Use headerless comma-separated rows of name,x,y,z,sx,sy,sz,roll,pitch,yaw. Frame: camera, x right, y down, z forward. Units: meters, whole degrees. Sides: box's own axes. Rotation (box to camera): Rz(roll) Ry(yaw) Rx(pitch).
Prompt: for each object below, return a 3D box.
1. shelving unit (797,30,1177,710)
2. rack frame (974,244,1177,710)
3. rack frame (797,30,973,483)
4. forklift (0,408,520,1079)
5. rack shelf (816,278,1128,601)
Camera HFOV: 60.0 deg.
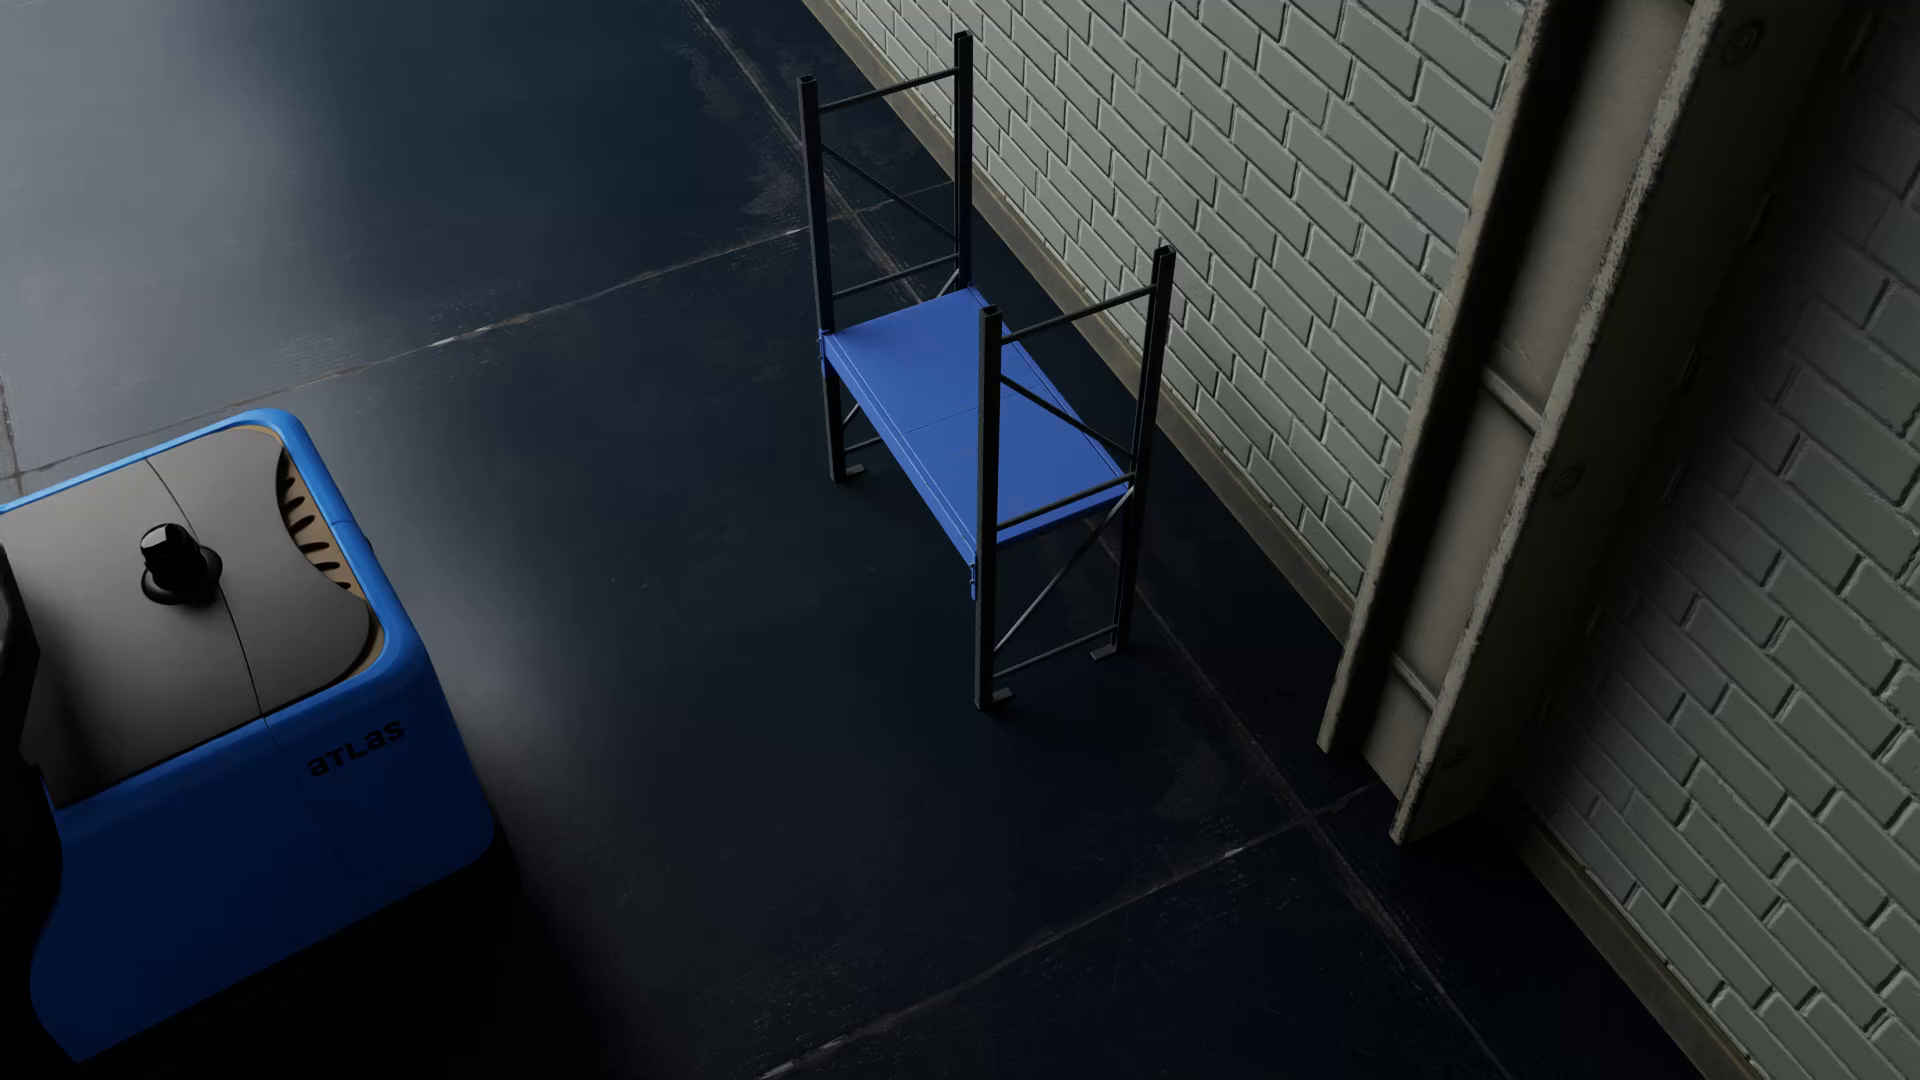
shelving unit,0.039,-0.437,4.636,0.538,1.500,1.048,-21,52,-18
rack frame,0.272,-0.096,4.338,0.500,1.500,0.032,-21,52,-18
rack frame,-0.194,-0.777,4.933,0.500,1.500,0.032,-21,52,-18
forklift,-2.672,0.299,3.041,3.031,2.935,1.130,-26,54,-21
rack shelf,0.039,-0.318,4.771,0.538,0.185,1.000,-21,52,-18
